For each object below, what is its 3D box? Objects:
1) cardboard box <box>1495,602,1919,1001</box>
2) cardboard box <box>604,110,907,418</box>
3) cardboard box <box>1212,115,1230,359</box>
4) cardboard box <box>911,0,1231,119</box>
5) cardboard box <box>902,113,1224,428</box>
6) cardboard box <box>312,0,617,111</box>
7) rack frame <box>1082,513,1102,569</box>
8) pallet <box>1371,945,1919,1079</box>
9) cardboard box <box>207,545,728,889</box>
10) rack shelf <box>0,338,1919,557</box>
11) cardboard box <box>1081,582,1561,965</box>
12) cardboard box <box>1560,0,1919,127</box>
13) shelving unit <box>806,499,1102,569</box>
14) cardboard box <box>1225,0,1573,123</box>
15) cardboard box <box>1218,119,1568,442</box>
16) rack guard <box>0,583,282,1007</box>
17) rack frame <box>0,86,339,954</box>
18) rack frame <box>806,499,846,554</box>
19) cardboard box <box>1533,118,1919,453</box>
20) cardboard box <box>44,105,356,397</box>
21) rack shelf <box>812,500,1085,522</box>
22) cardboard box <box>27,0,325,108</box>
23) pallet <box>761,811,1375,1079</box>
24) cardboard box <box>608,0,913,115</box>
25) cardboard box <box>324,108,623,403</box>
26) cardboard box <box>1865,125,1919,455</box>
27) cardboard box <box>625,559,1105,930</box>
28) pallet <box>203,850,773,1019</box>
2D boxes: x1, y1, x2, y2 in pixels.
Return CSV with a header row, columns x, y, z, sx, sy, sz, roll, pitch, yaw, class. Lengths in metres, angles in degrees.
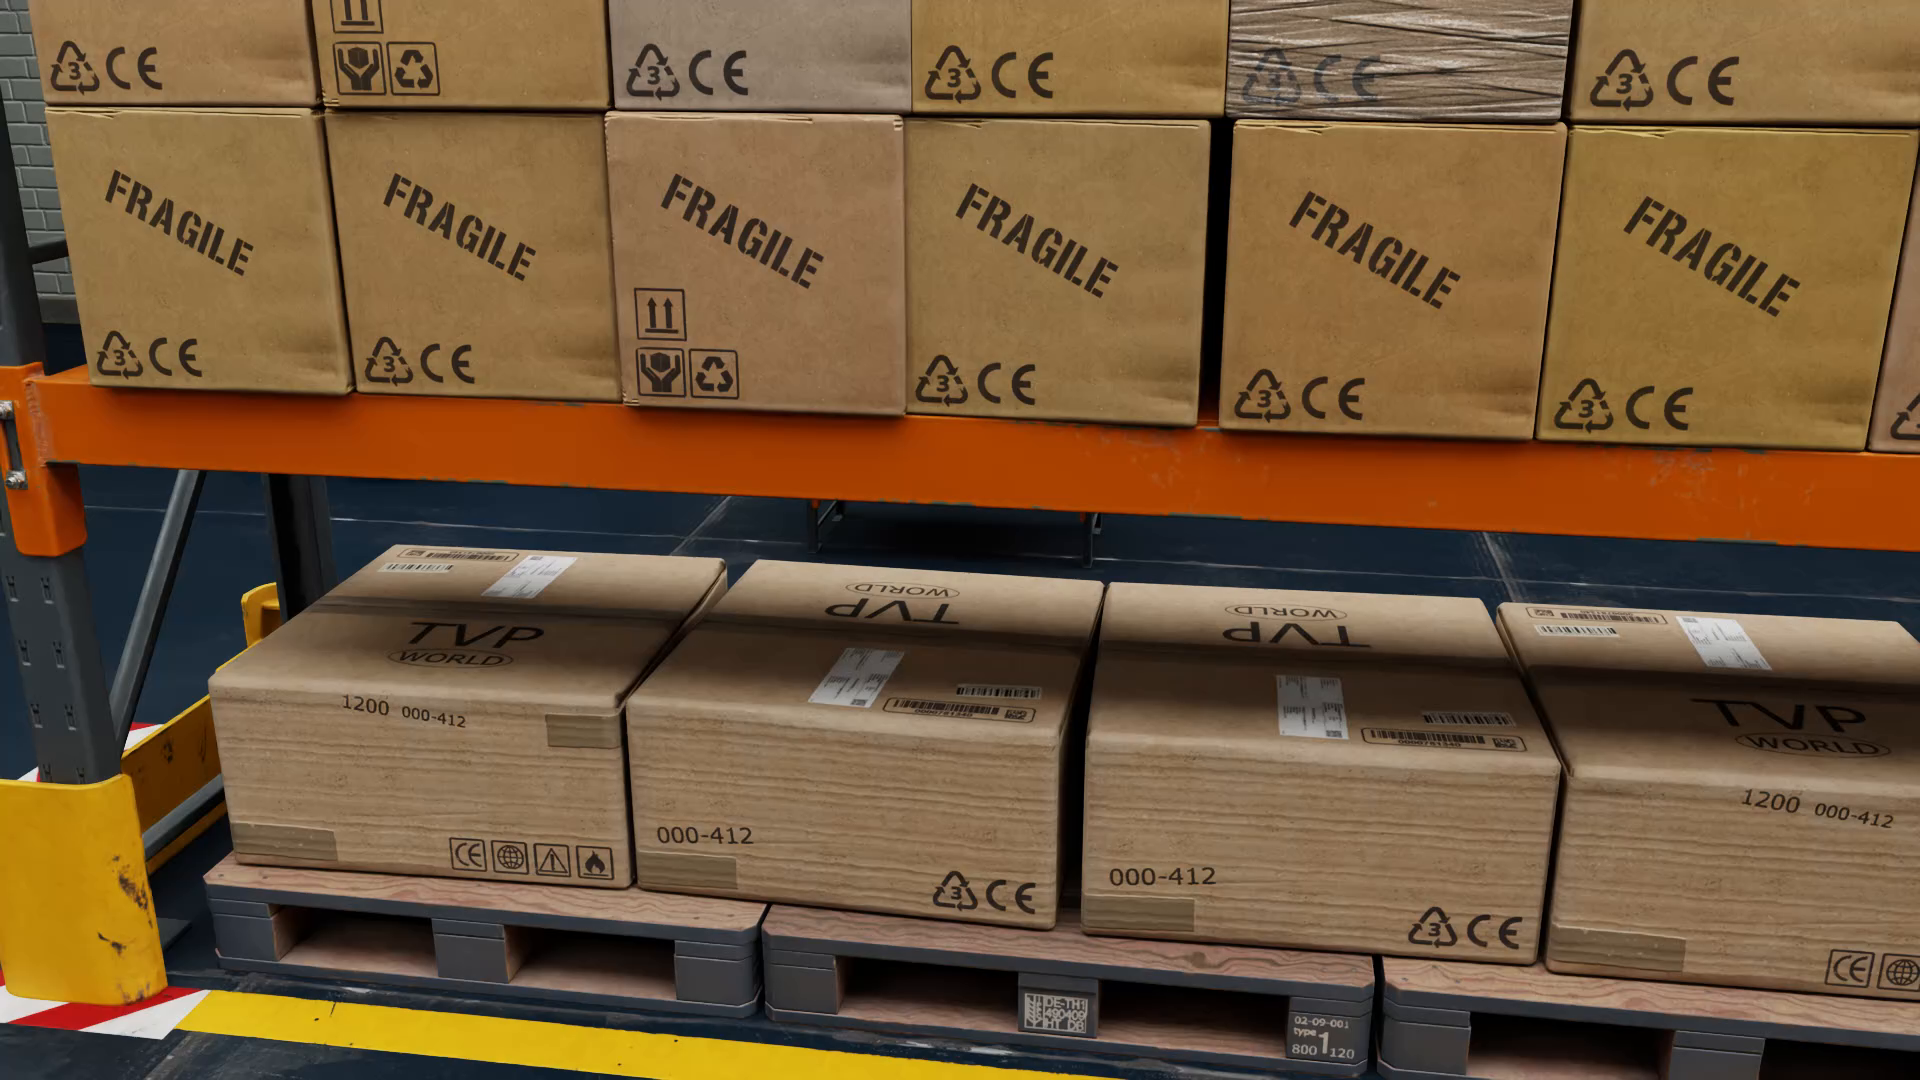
x,y,z,sx,sy,sz,roll,pitch,yaw,class
1.612,0.504,3.446,0.875,0.438,0.875,3,19,8,cardboard box
-0.303,-0.533,3.012,0.500,0.500,0.500,3,19,8,cardboard box
0.298,-0.679,3.449,0.500,0.500,0.500,3,19,10,cardboard box
0.208,-0.984,2.784,0.500,0.500,0.500,3,19,9,cardboard box
0.194,-0.513,2.952,0.500,0.500,0.500,4,19,10,cardboard box
-0.795,-1.032,2.928,0.500,0.500,0.500,2,19,7,cardboard box
0.495,-0.508,6.049,0.032,1.125,0.500,3,19,9,rack frame
1.476,0.813,3.541,1.213,0.211,1.003,3,19,9,pallet
-1.067,0.370,3.847,0.875,0.438,0.875,2,19,7,cardboard box
0.240,-0.206,3.326,4.000,0.370,1.077,3,19,9,rack shelf
0.728,0.459,3.580,0.875,0.438,0.875,2,19,7,cardboard box
1.205,-0.934,2.633,0.500,0.500,0.500,3,19,8,cardboard box
-0.007,-0.534,6.126,1.048,1.125,0.538,3,19,9,shelving unit
0.701,-0.956,2.700,0.500,0.500,0.500,3,19,9,cardboard box
0.709,-0.482,2.859,0.500,0.500,0.500,3,19,8,cardboard box
-1.758,0.536,3.913,0.348,0.500,1.175,3,19,9,rack guard
-1.735,-0.648,3.512,0.127,3.000,1.000,3,19,9,rack frame
-0.509,-0.559,6.202,0.032,1.125,0.500,3,19,9,rack frame
1.207,-0.462,2.798,0.500,0.500,0.500,2,19,7,cardboard box
-1.306,-0.581,3.156,0.500,0.500,0.500,3,19,8,cardboard box
-0.007,-0.302,6.203,1.000,0.278,0.538,3,19,9,rack shelf
-1.306,-1.056,2.999,0.500,0.500,0.500,3,19,7,cardboard box
0.268,0.752,3.722,1.213,0.211,1.003,3,19,9,pallet
-0.285,-1.009,2.858,0.500,0.500,0.500,3,19,8,cardboard box
-0.802,-0.565,3.106,0.500,0.500,0.500,3,19,8,cardboard box
1.716,-0.437,2.725,0.500,0.500,0.500,3,19,9,cardboard box
-0.162,0.413,3.717,0.875,0.438,0.875,3,19,10,cardboard box
-0.933,0.690,3.908,1.213,0.211,1.003,3,19,9,pallet
